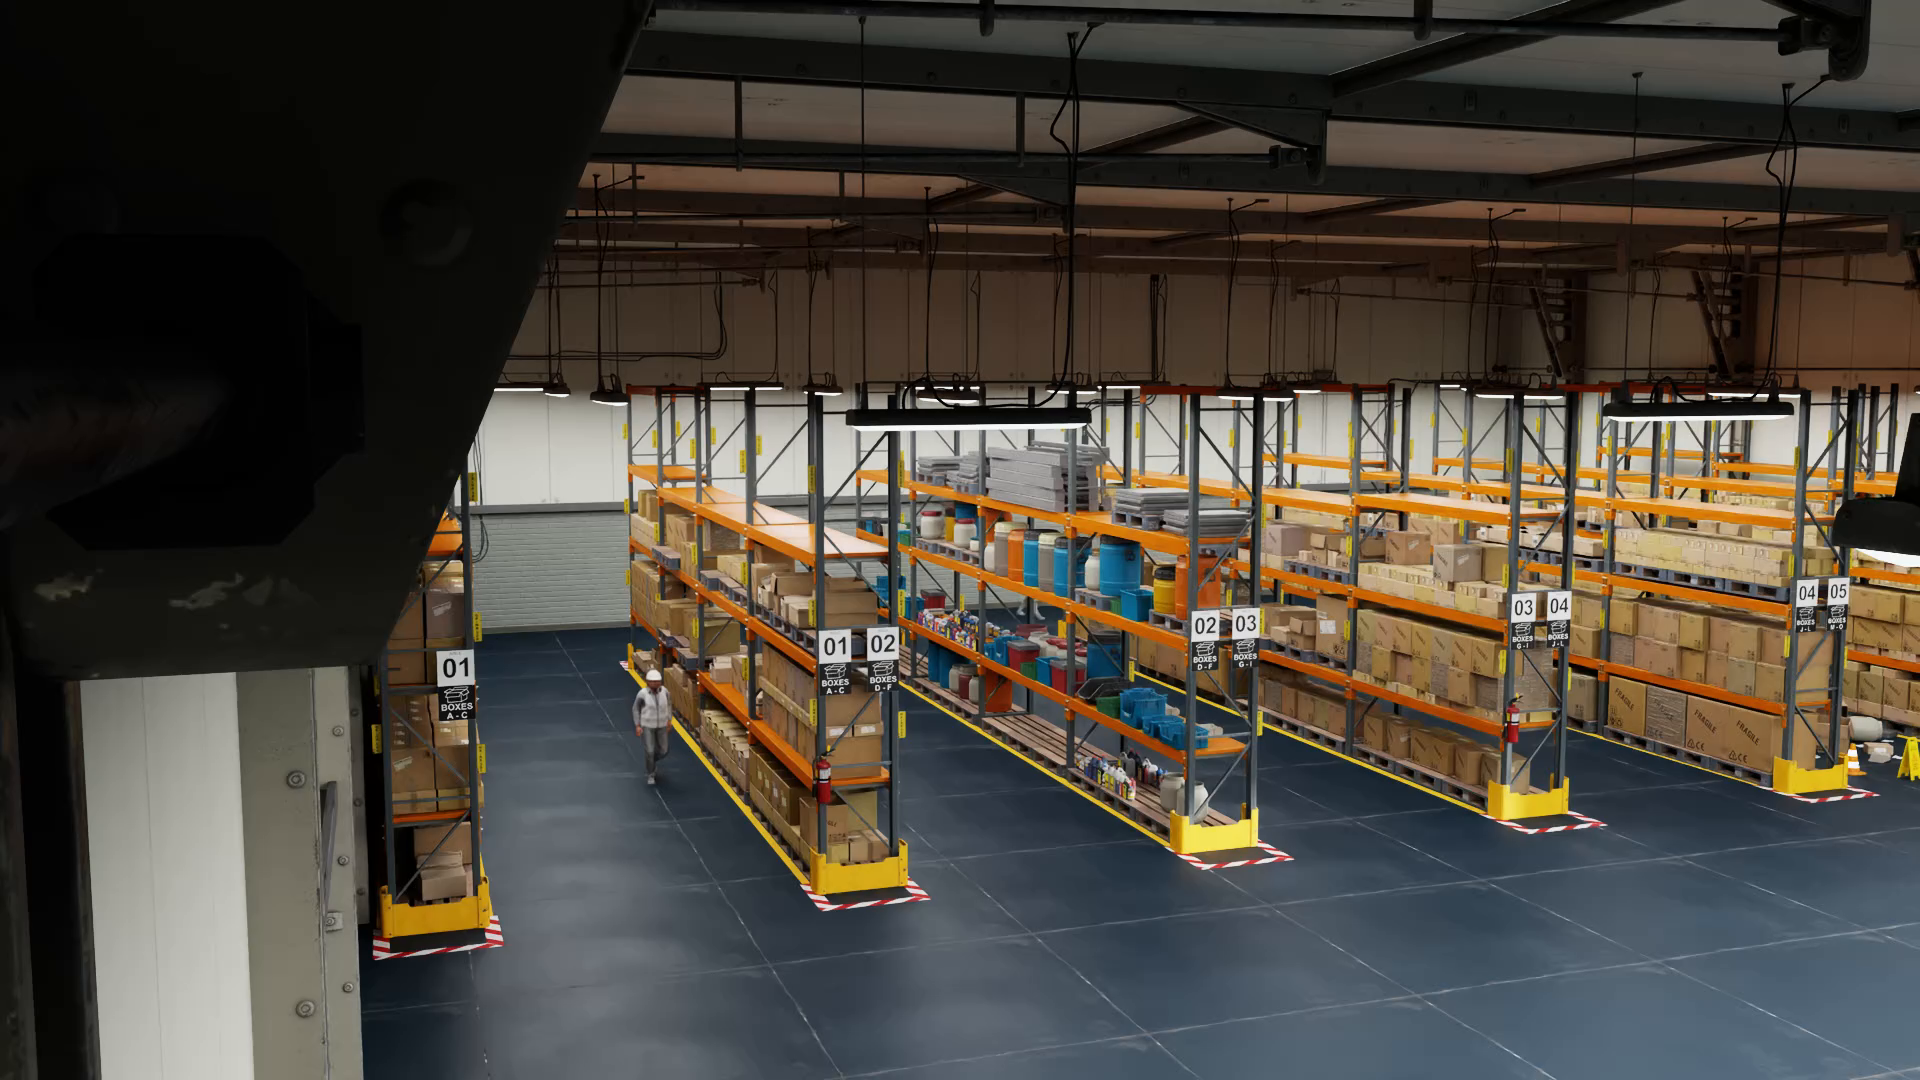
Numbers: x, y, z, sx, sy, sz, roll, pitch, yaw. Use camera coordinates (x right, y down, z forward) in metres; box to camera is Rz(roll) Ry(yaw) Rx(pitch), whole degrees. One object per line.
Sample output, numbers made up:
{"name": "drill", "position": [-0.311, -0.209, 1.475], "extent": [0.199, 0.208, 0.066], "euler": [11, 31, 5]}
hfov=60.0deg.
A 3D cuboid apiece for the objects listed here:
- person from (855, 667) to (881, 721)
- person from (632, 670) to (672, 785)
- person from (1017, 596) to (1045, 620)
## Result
{"name": "person", "position": [-1.459, 2.821, 25.556], "extent": [0.609, 1.741, 0.944], "euler": [0, 6, -3]}
{"name": "person", "position": [-4.732, 2.834, 25.528], "extent": [0.624, 1.756, 0.638], "euler": [-3, 7, -30]}
{"name": "person", "position": [1.817, 1.170, 41.941], "extent": [1.069, 1.611, 0.469], "euler": [5, 8, 43]}
